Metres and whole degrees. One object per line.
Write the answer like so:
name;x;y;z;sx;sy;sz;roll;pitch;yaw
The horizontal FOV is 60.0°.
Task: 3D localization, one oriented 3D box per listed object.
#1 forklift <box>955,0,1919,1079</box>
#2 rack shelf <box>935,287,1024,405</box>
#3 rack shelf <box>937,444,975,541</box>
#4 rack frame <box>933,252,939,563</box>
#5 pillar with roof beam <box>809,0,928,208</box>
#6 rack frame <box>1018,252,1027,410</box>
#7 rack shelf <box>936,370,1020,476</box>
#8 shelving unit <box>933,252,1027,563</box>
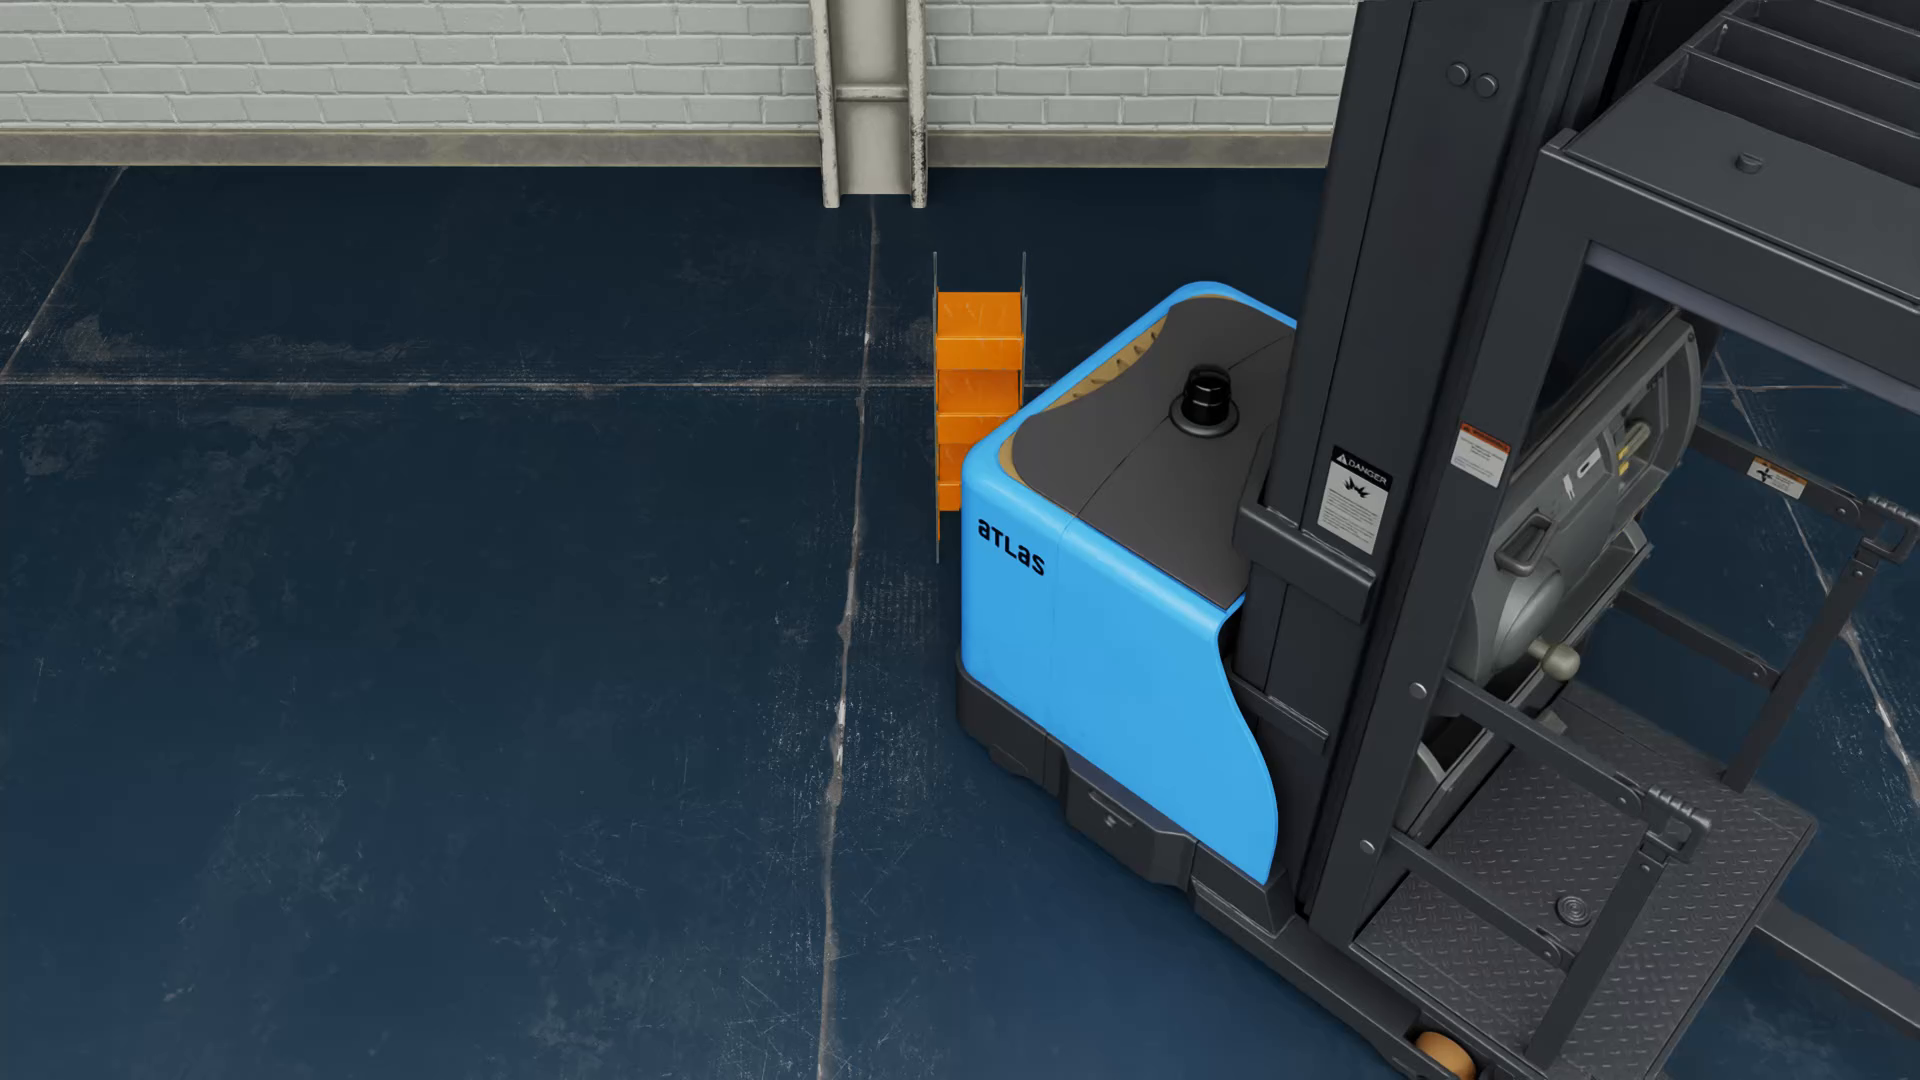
forklift;1.417;0.000;3.248;3.031;2.935;1.130;34;55;27
rack shelf;0.054;-0.544;4.666;0.240;0.259;0.215;0;47;0
rack shelf;0.054;-0.161;5.077;0.240;0.259;0.215;0;47;0
rack frame;-0.068;-0.358;4.866;0.008;1.050;0.200;0;47;0
pillar with roof beam;-0.344;-1.317;0.328;0.400;9.000;9.100;0;47;0
rack frame;0.176;-0.357;4.865;0.008;1.050;0.200;0;47;0
rack shelf;0.054;-0.350;4.873;0.240;0.259;0.215;0;47;0
shelving unit;0.054;-0.358;4.866;0.252;1.050;0.215;0;47;0
